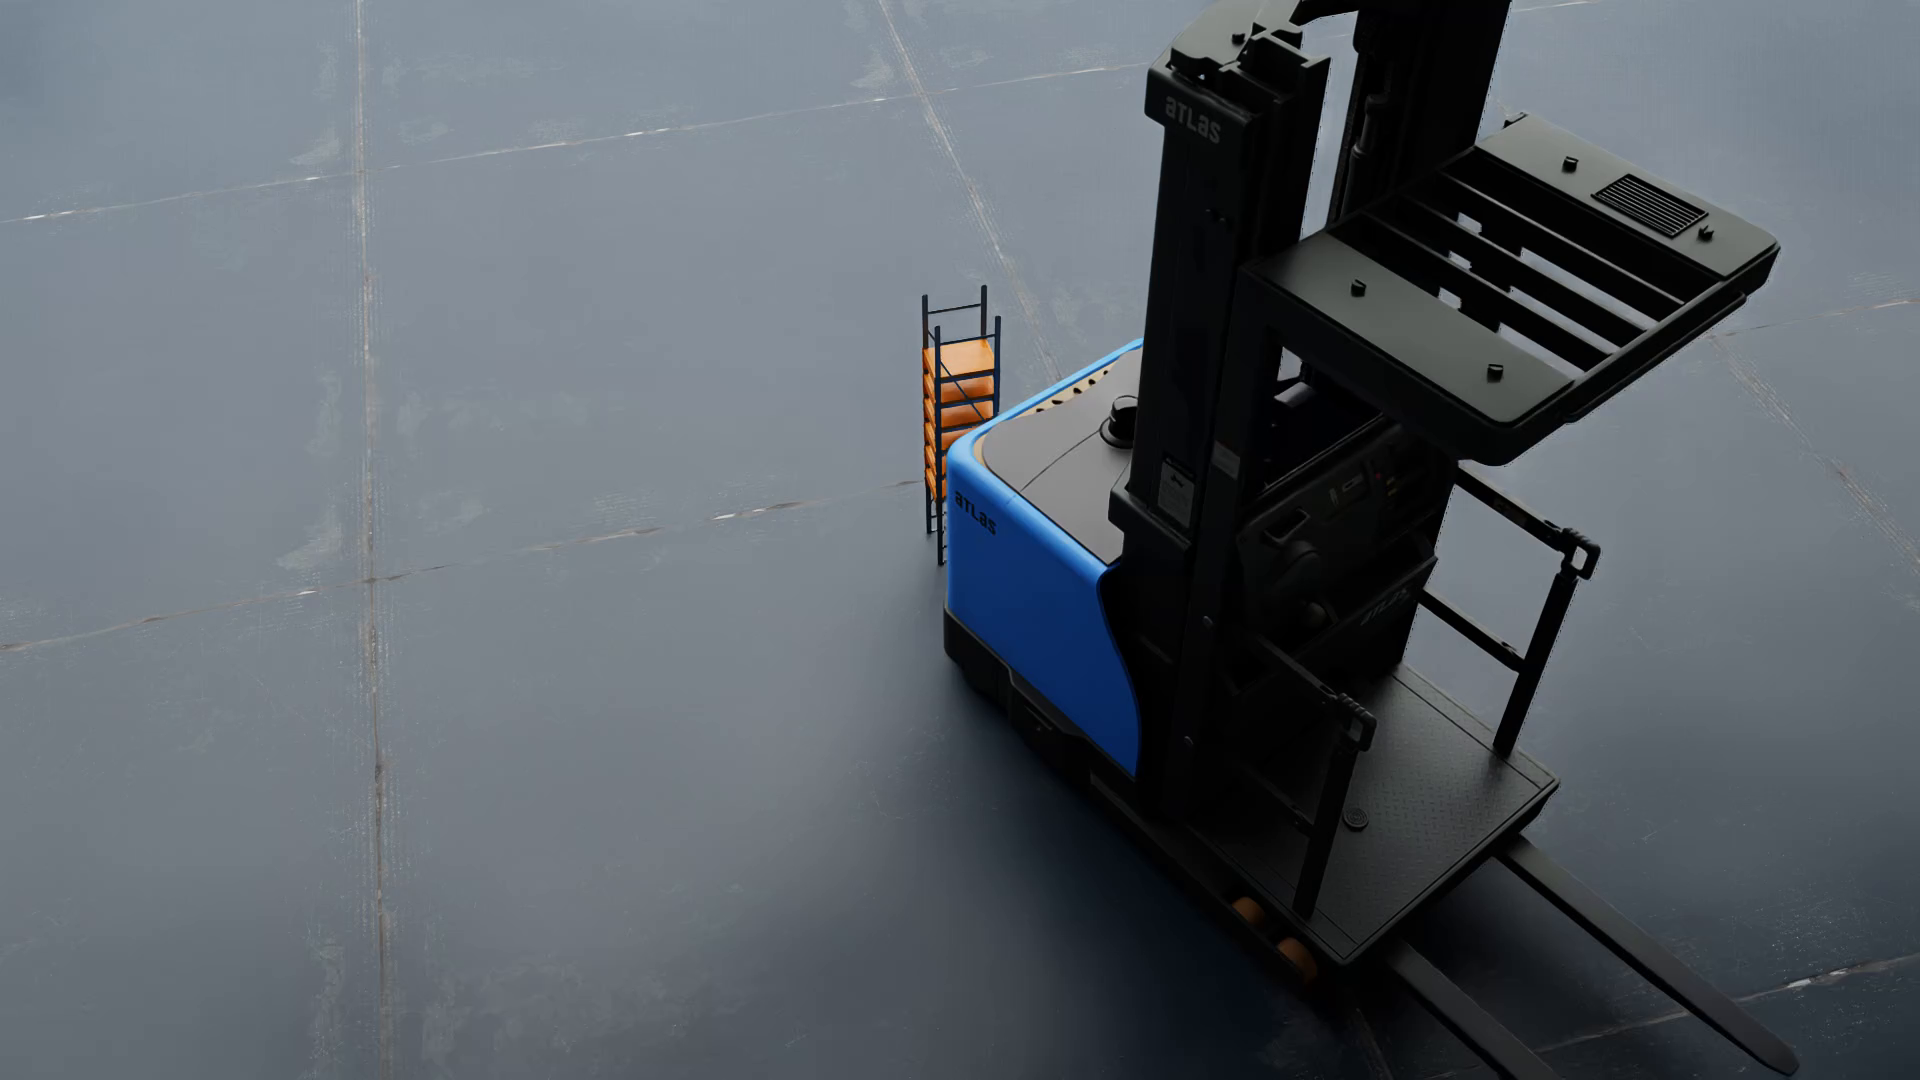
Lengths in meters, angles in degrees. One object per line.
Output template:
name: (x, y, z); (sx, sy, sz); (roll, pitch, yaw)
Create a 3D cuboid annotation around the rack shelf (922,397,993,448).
rack shelf: (0.004, -0.463, 6.258); (0.258, 0.103, 0.180); (-11, 47, -10)

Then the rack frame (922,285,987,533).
rack frame: (-0.020, -0.473, 6.374); (0.240, 1.200, 0.006); (-11, 47, -10)

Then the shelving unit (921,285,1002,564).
shelving unit: (0.004, -0.410, 6.312); (0.258, 1.200, 0.189); (-11, 47, -10)

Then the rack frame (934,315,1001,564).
rack frame: (0.027, -0.347, 6.250); (0.240, 1.200, 0.006); (-11, 47, -10)

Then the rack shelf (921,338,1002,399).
rack shelf: (0.004, -0.631, 6.086); (0.258, 0.103, 0.180); (-11, 47, -10)

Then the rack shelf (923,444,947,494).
rack shelf: (0.004, -0.295, 6.429); (0.258, 0.103, 0.180); (-11, 47, -10)

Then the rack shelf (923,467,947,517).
rack shelf: (0.004, -0.211, 6.515); (0.258, 0.103, 0.180); (-11, 47, -10)

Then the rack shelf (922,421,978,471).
rack shelf: (0.004, -0.379, 6.343); (0.258, 0.103, 0.180); (-11, 47, -10)

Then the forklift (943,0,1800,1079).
forklift: (1.265, 0.000, 4.698); (1.130, 2.935, 3.031); (-31, 53, -27)

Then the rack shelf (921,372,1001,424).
rack shelf: (0.004, -0.547, 6.172); (0.258, 0.103, 0.180); (-11, 47, -10)
